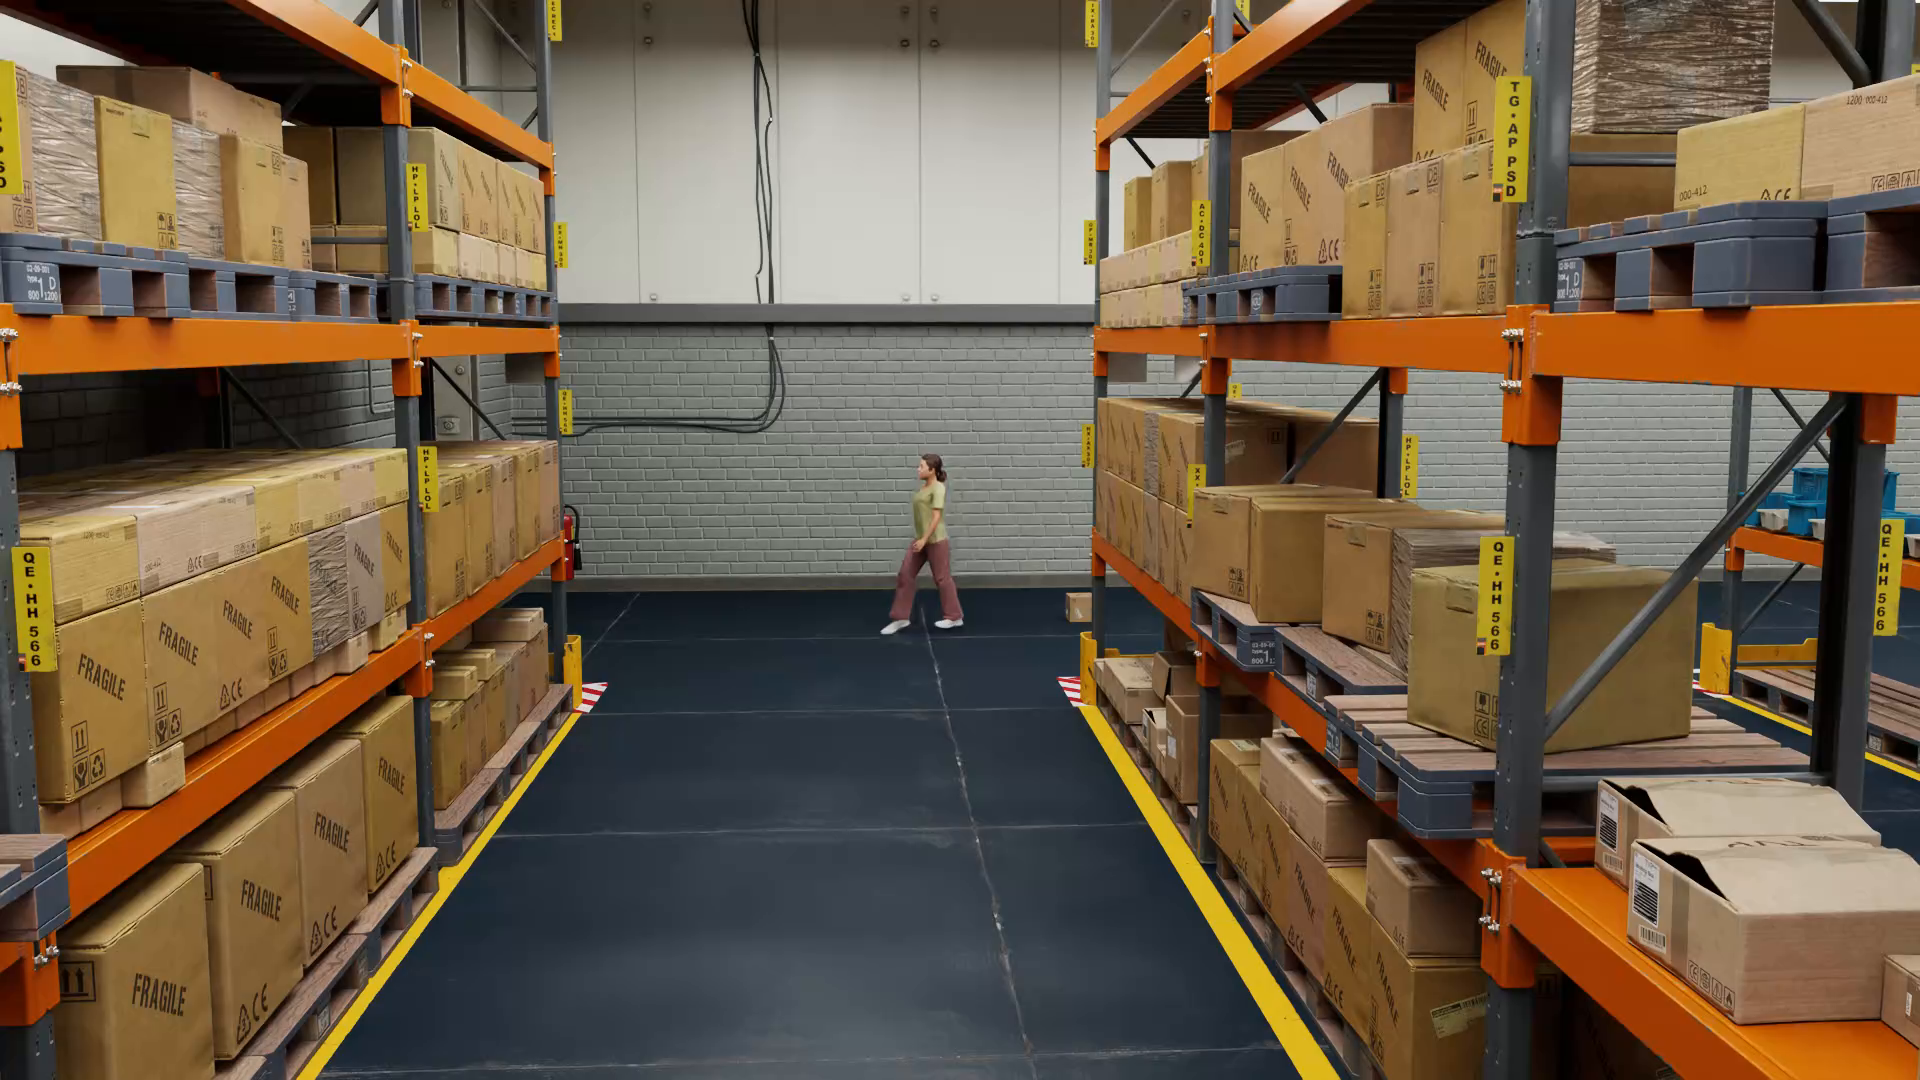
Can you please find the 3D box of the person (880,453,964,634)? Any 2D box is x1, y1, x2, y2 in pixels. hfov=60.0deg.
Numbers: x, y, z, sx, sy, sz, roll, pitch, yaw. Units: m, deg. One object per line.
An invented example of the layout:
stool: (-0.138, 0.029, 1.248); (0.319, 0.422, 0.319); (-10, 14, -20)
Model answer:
person: (-0.334, 0.042, 15.443); (0.792, 1.690, 0.459); (-3, 8, -26)
